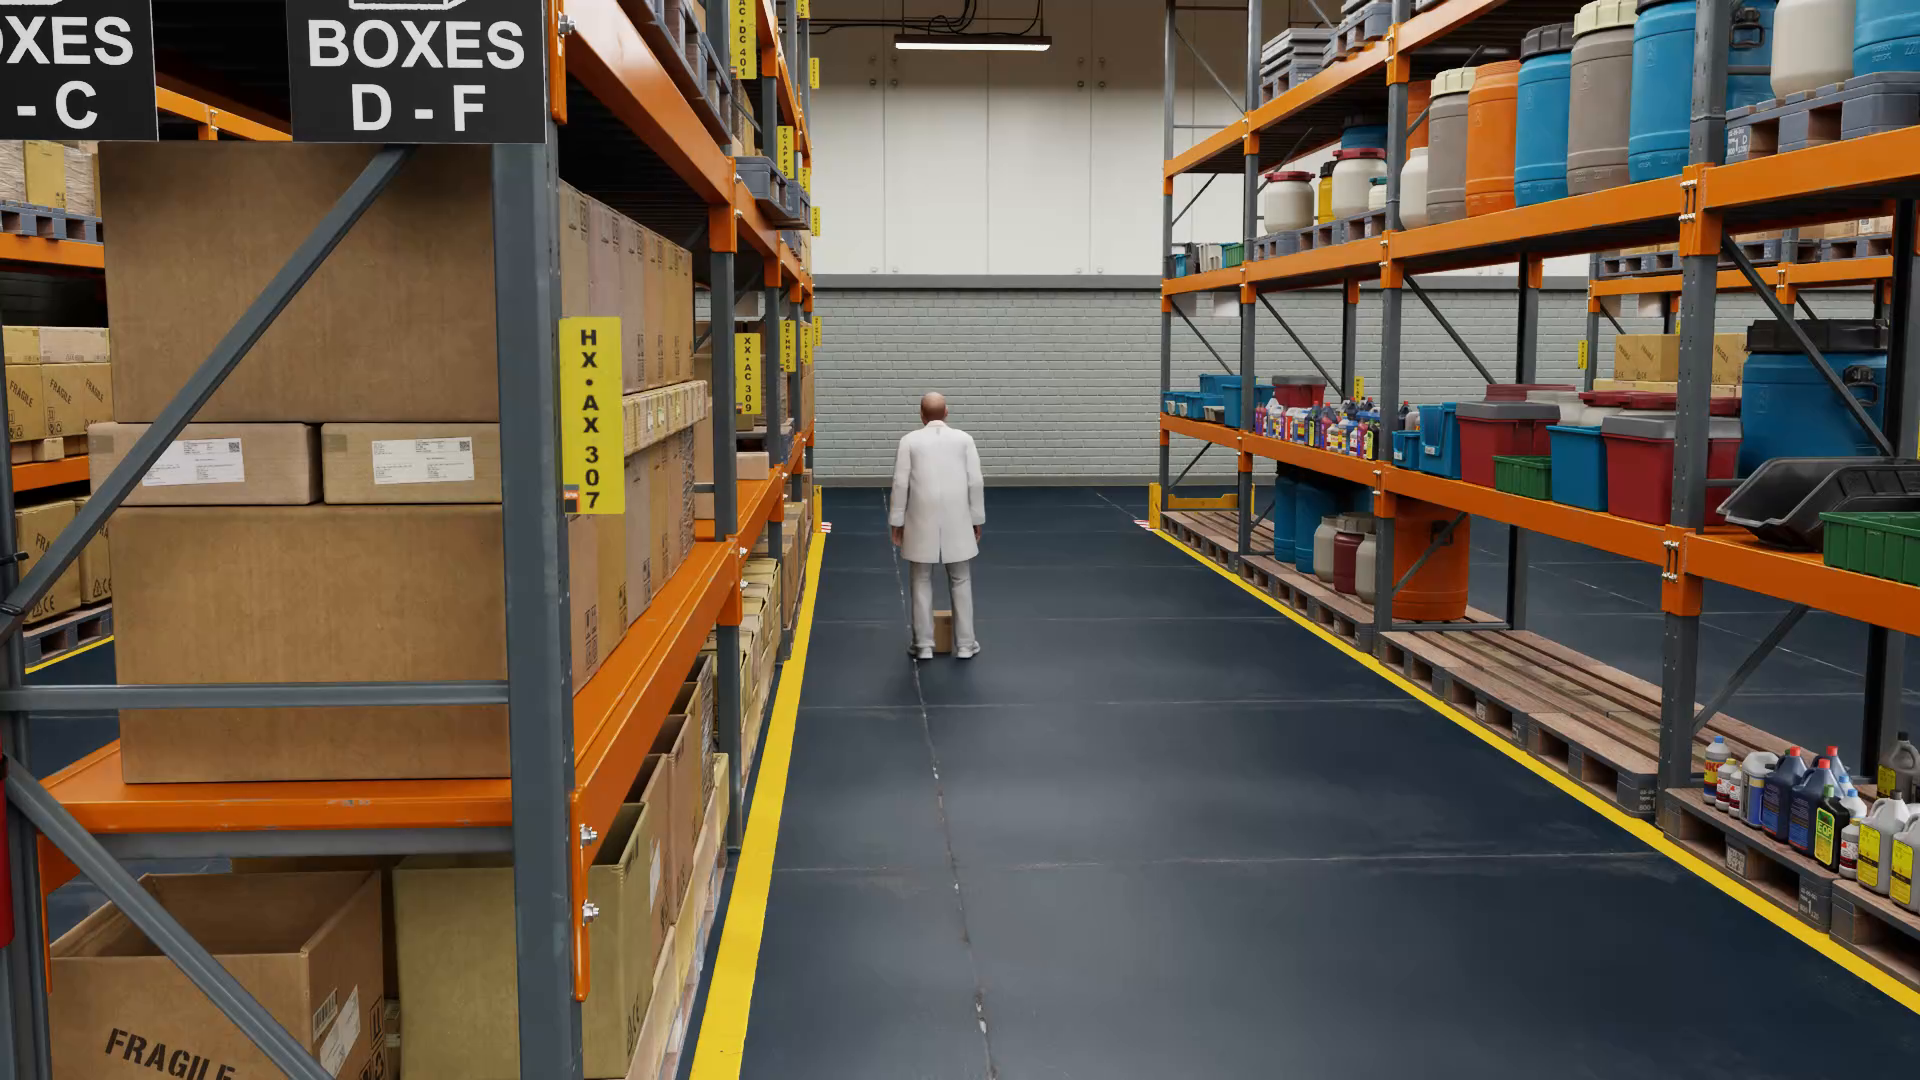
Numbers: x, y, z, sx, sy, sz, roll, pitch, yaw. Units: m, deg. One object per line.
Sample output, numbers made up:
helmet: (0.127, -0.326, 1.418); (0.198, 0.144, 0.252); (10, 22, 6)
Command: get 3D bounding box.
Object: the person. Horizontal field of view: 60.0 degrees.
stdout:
person: (-0.154, -0.099, 11.143); (0.655, 1.775, 0.423); (-1, 7, -6)
